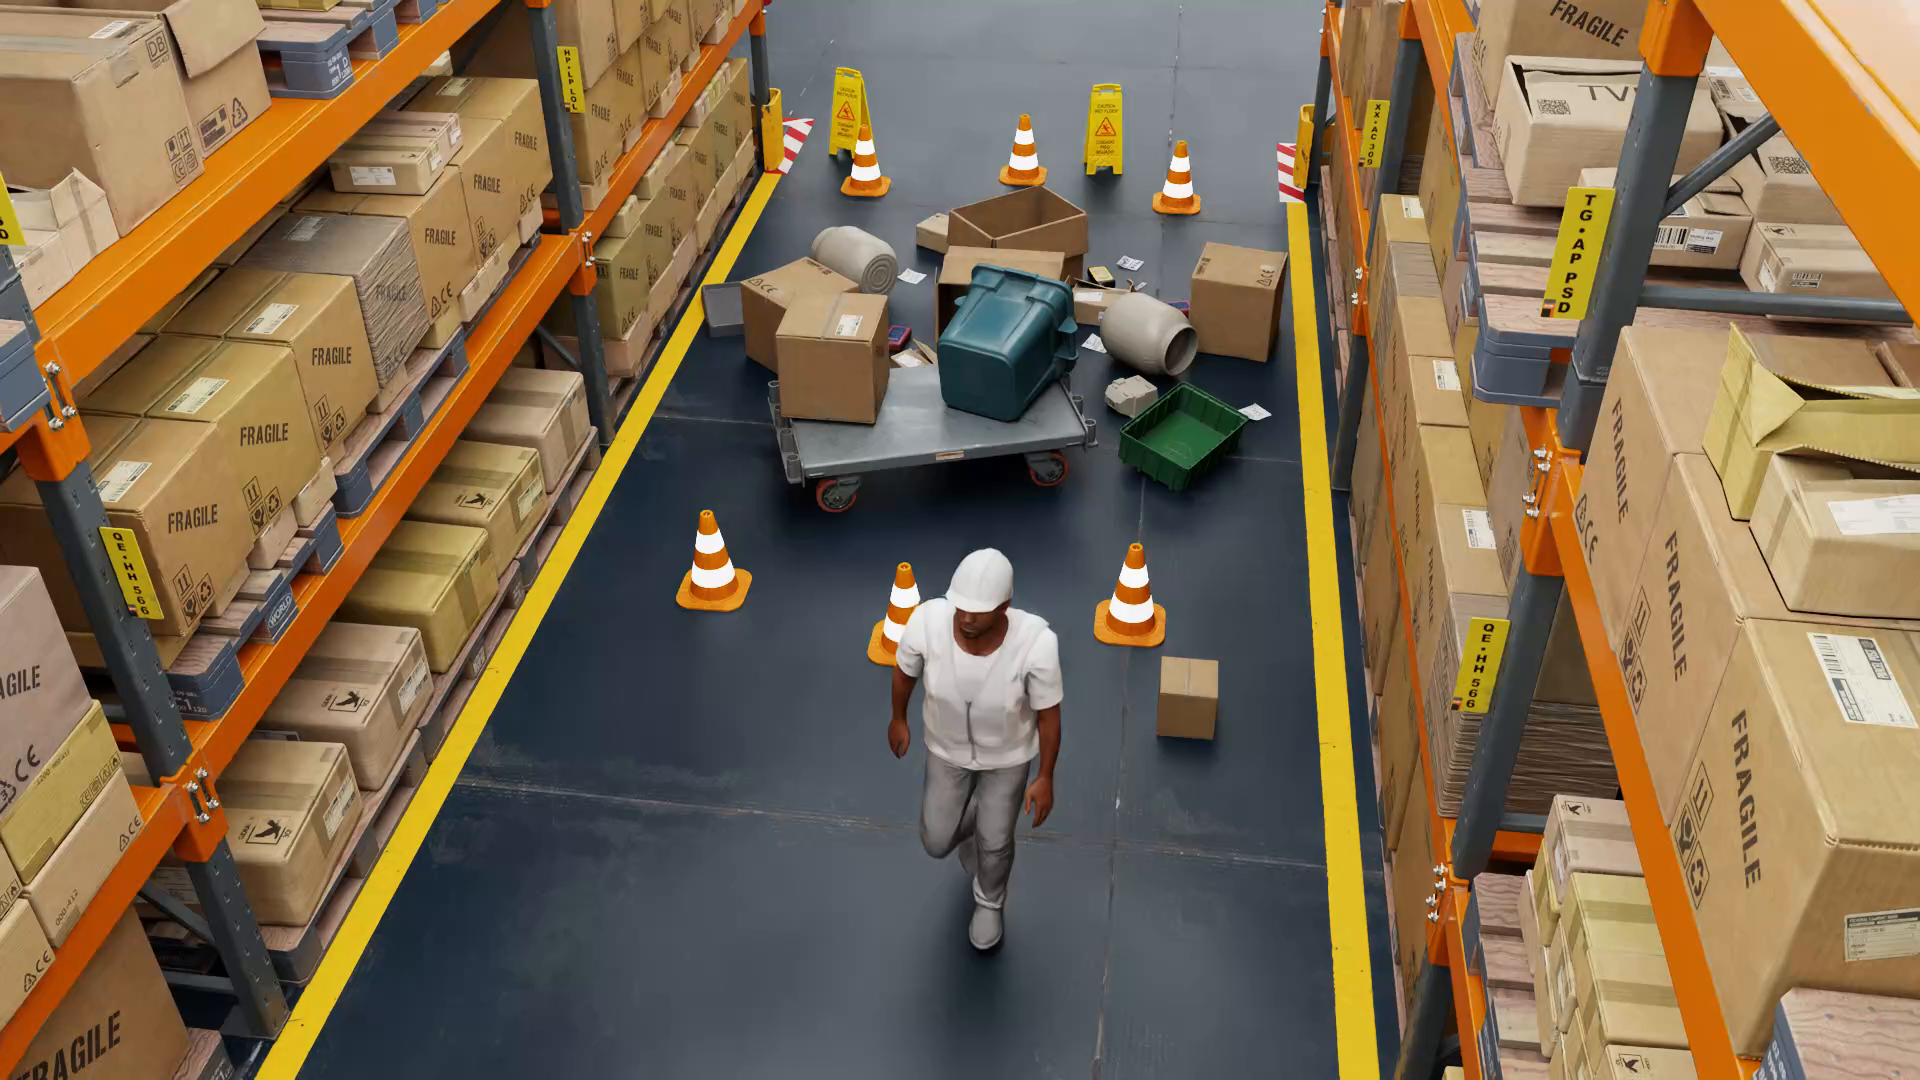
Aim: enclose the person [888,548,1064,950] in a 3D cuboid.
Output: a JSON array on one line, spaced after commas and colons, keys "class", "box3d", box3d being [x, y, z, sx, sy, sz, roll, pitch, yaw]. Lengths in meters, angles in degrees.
[{"class": "person", "box3d": [0.050, 0.710, 6.018, 0.657, 1.751, 0.555, 7, 36, 9]}]
